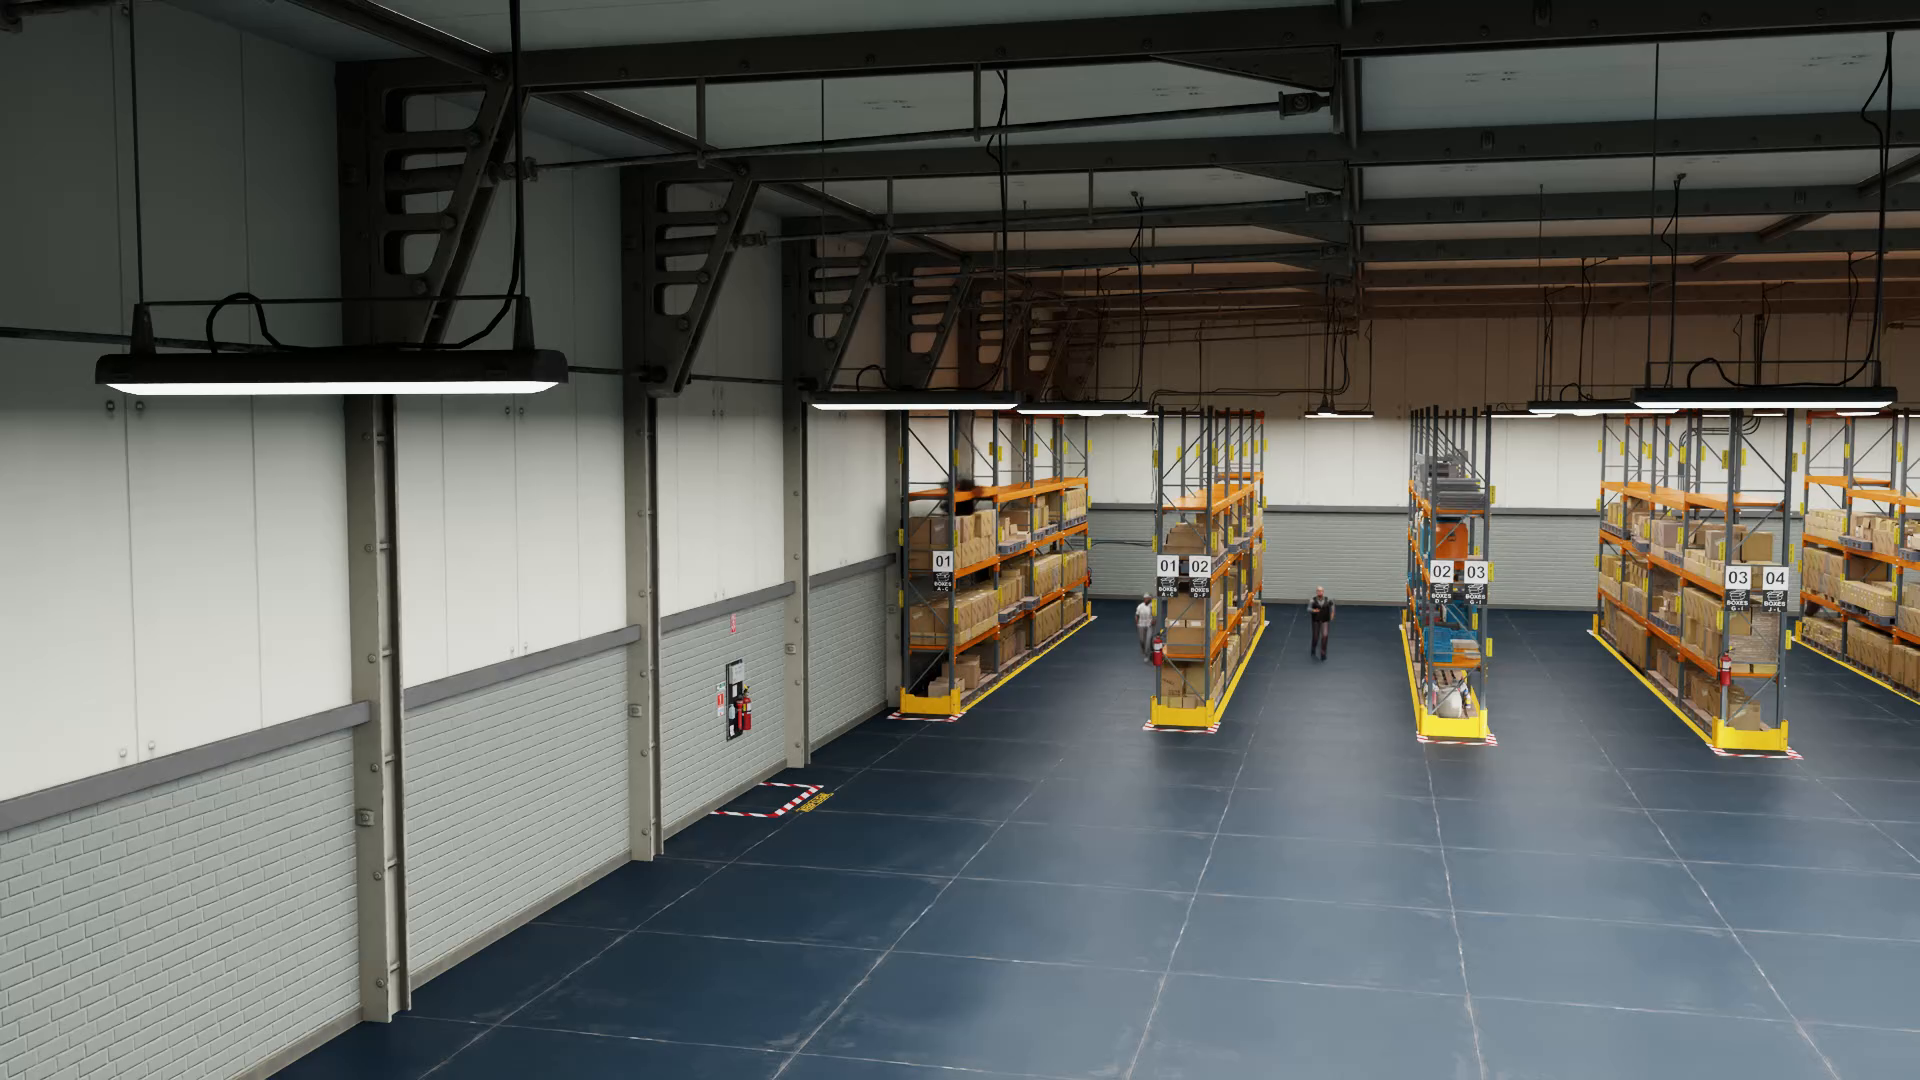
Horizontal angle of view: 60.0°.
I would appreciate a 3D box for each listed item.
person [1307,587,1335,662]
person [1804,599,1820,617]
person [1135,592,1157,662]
[{"bbox_3d":[8.658,2.004,39.943,0.662,1.776,0.903,1,4,10],"label":"person"},{"bbox_3d":[22.874,1.672,44.579,0.557,1.691,0.789,4,6,44],"label":"person"},{"bbox_3d":[4.453,2.063,39.683,0.583,1.662,0.558,1,4,11],"label":"person"}]
